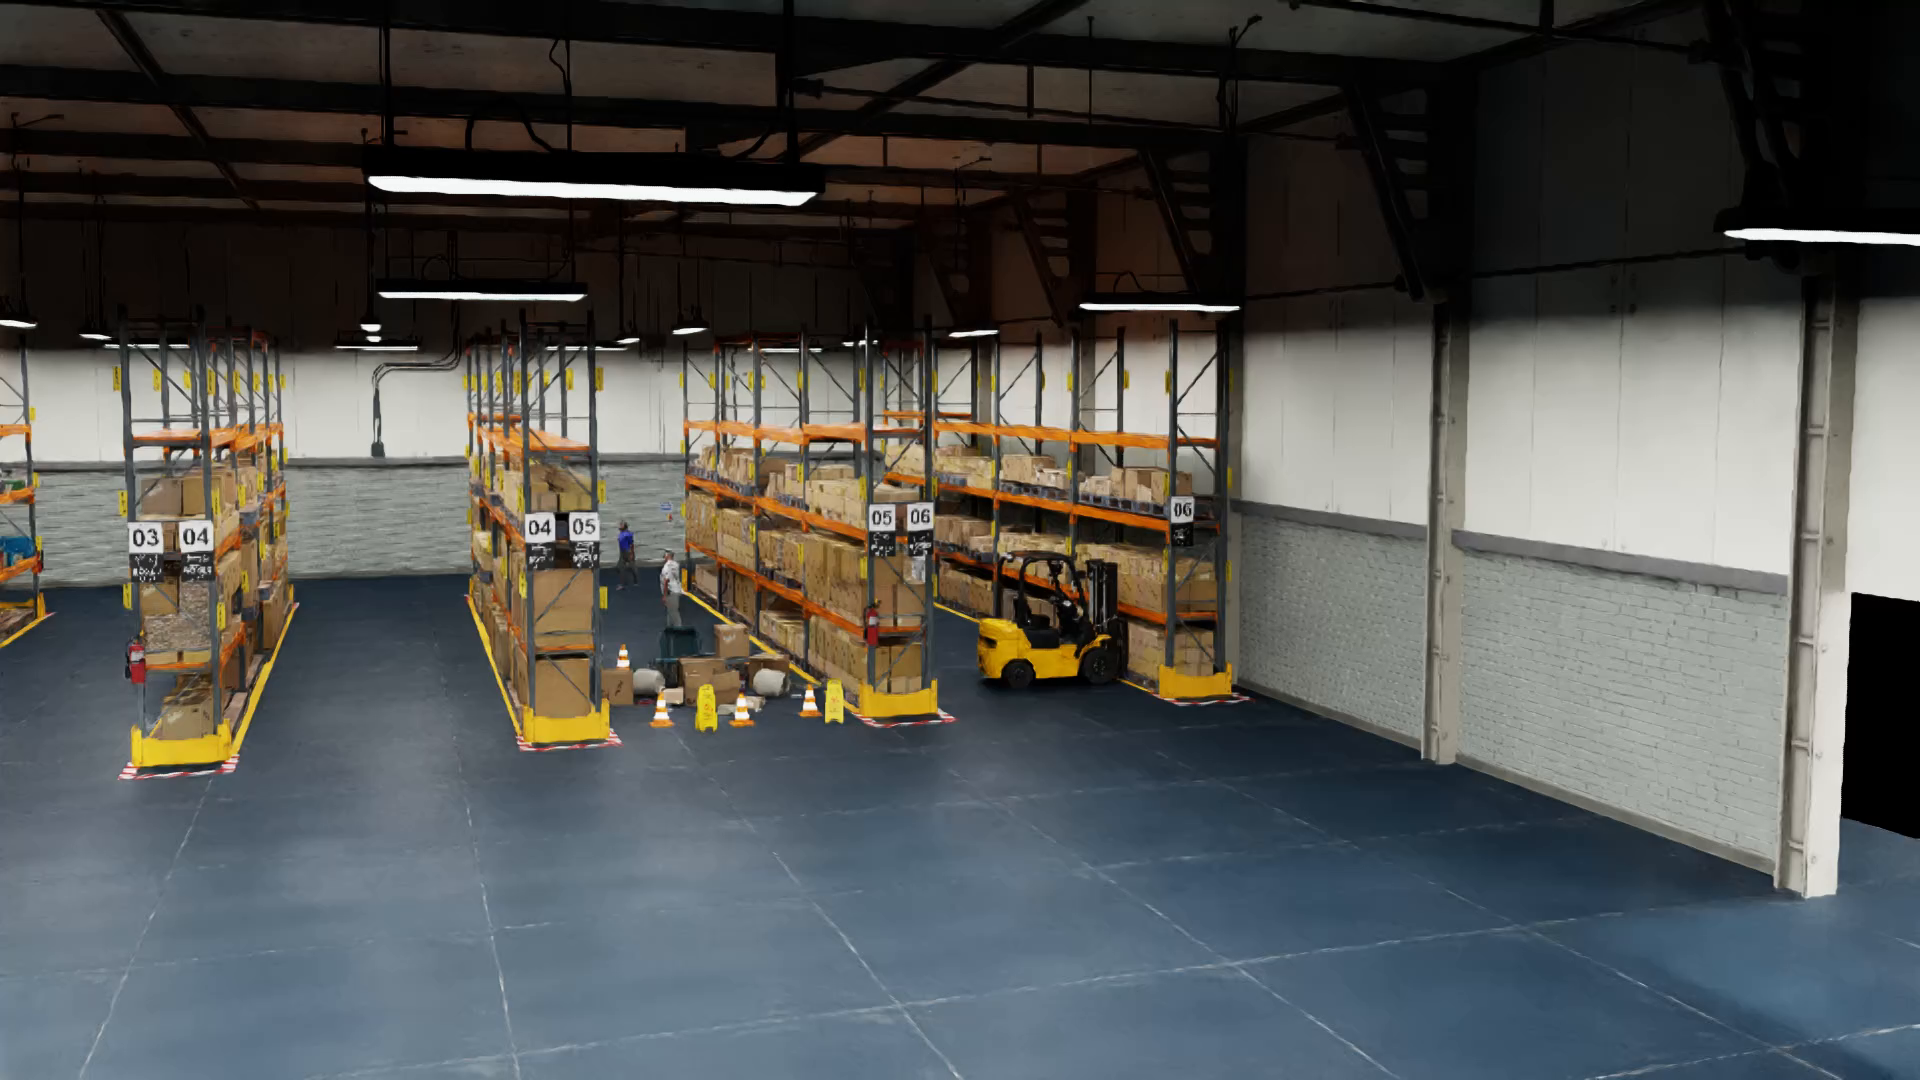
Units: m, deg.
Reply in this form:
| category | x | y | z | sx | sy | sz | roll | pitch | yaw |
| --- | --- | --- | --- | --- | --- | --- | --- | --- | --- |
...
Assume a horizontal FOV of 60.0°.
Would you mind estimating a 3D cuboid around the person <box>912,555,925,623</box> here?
| category | x | y | z | sx | sy | sz | roll | pitch | yaw |
| --- | --- | --- | --- | --- | --- | --- | --- | --- | --- |
| person | -0.824 | 0.905 | 33.782 | 0.581 | 1.768 | 0.641 | 1 | 5 | 6 |

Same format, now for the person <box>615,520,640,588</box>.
| category | x | y | z | sx | sy | sz | roll | pitch | yaw |
| --- | --- | --- | --- | --- | --- | --- | --- | --- | --- |
| person | -8.104 | 0.349 | 40.564 | 0.514 | 1.639 | 0.549 | 4 | 7 | 35 |

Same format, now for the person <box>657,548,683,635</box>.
| category | x | y | z | sx | sy | sz | roll | pitch | yaw |
| --- | --- | --- | --- | --- | --- | --- | --- | --- | --- |
| person | -5.691 | 1.040 | 32.515 | 0.594 | 1.734 | 0.668 | 1 | 5 | 7 |
